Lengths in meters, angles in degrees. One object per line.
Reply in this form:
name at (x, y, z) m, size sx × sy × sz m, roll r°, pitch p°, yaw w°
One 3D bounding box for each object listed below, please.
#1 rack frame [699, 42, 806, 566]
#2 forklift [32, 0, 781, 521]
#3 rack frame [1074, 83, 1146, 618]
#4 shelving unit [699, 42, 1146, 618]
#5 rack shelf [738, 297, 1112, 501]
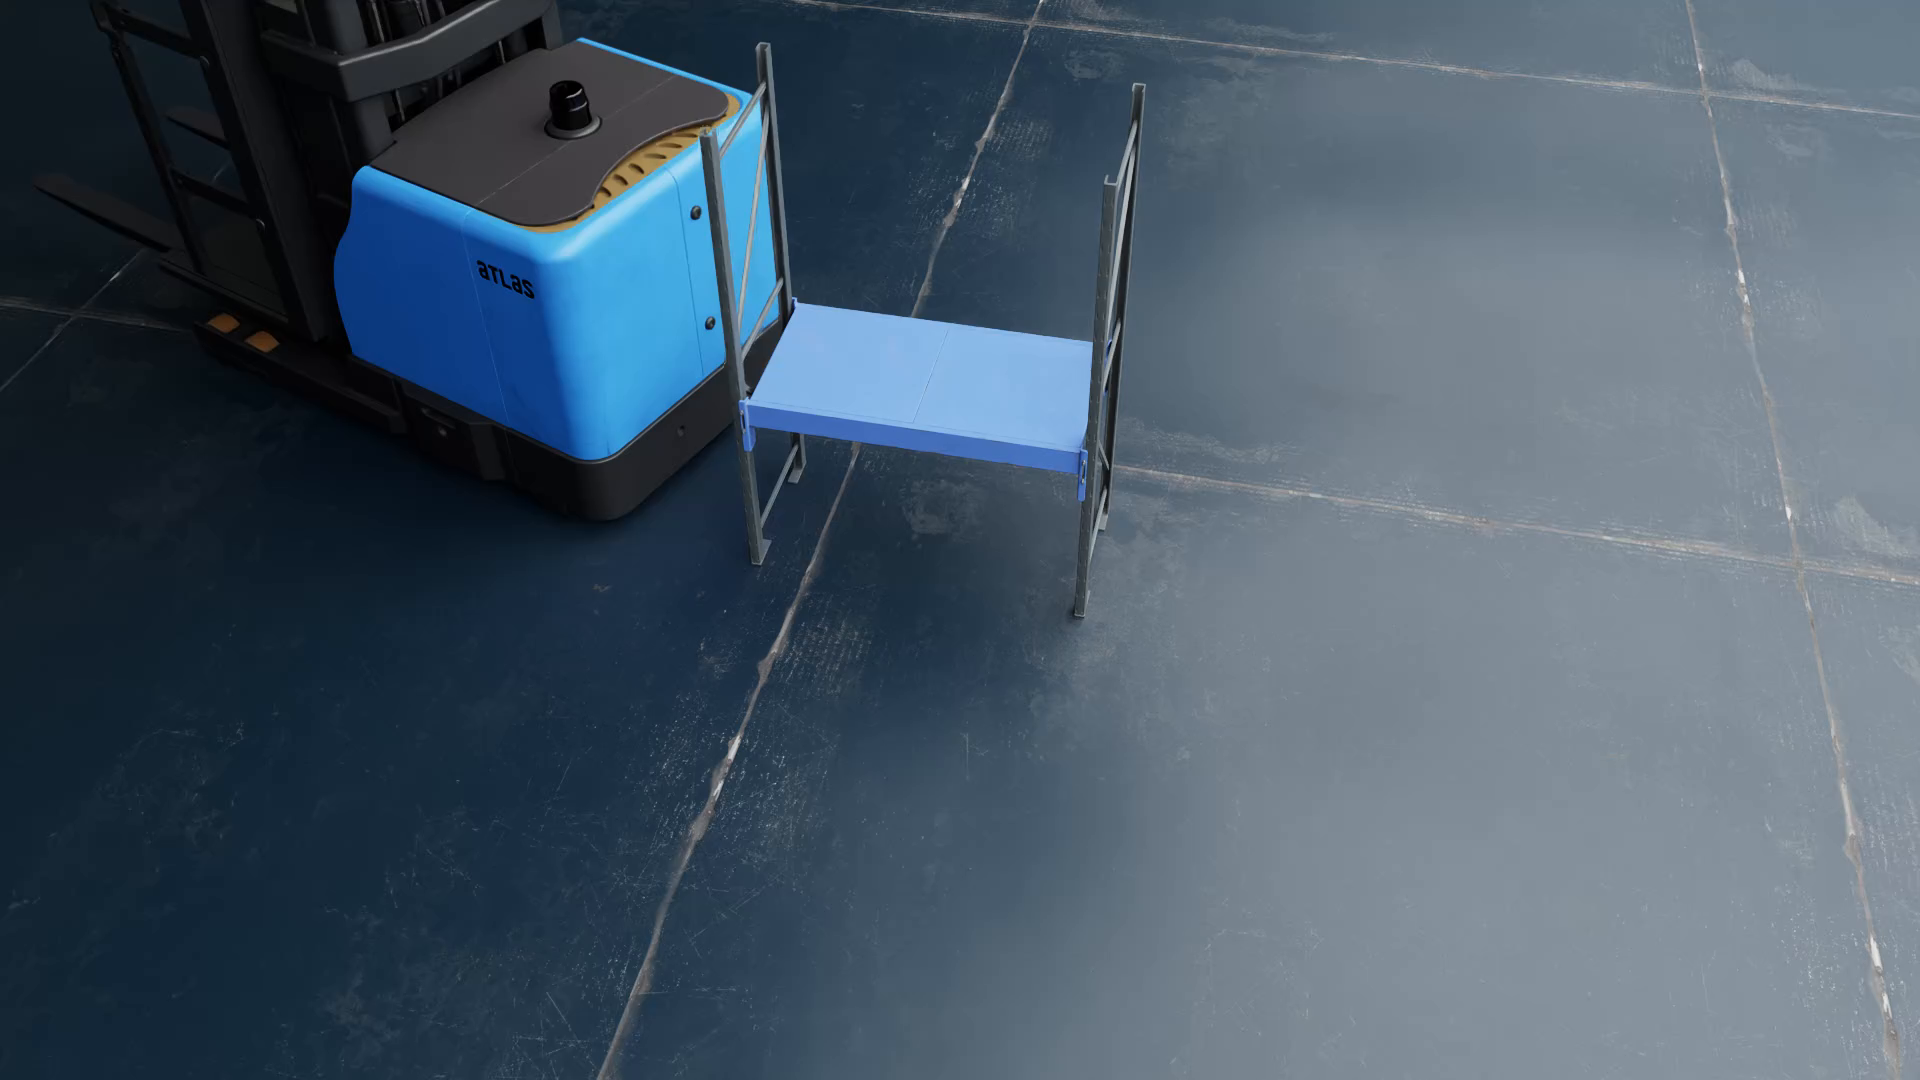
rack frame at (-0.579, -0.630, 4.823) m, size 0.032 × 1.500 × 0.500 m, roll 9°, pitch 45°, yaw 9°
forklift at (-2.091, -1.904, 5.114) m, size 3.031 × 2.935 × 1.130 m, roll 24°, pitch 49°, yaw 23°
rack frame at (0.413, -0.476, 4.663) m, size 0.032 × 1.500 × 0.500 m, roll 9°, pitch 45°, yaw 9°
shelving unit at (-0.083, -0.553, 4.743) m, size 1.048 × 1.500 × 0.538 m, roll 9°, pitch 45°, yaw 9°
rack shelf at (-0.083, -0.424, 4.868) m, size 1.000 × 0.185 × 0.538 m, roll 9°, pitch 45°, yaw 9°
